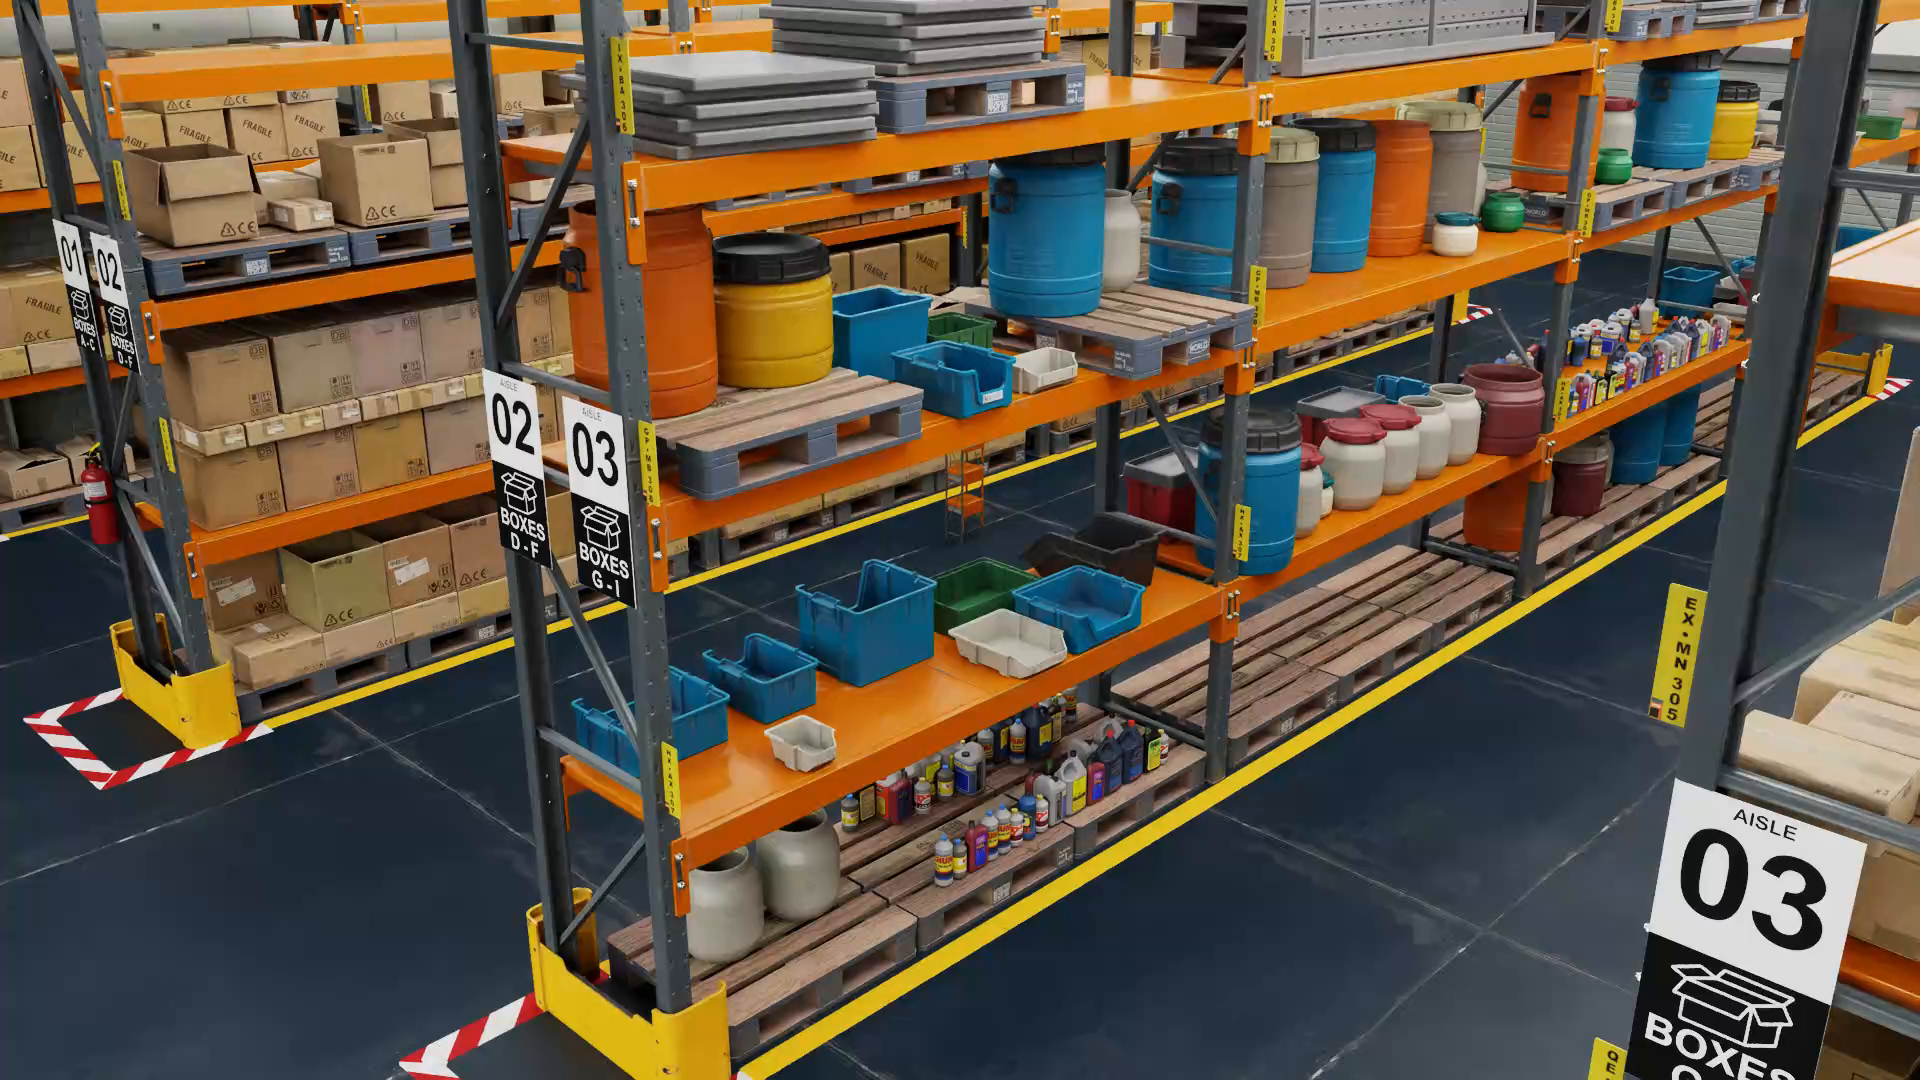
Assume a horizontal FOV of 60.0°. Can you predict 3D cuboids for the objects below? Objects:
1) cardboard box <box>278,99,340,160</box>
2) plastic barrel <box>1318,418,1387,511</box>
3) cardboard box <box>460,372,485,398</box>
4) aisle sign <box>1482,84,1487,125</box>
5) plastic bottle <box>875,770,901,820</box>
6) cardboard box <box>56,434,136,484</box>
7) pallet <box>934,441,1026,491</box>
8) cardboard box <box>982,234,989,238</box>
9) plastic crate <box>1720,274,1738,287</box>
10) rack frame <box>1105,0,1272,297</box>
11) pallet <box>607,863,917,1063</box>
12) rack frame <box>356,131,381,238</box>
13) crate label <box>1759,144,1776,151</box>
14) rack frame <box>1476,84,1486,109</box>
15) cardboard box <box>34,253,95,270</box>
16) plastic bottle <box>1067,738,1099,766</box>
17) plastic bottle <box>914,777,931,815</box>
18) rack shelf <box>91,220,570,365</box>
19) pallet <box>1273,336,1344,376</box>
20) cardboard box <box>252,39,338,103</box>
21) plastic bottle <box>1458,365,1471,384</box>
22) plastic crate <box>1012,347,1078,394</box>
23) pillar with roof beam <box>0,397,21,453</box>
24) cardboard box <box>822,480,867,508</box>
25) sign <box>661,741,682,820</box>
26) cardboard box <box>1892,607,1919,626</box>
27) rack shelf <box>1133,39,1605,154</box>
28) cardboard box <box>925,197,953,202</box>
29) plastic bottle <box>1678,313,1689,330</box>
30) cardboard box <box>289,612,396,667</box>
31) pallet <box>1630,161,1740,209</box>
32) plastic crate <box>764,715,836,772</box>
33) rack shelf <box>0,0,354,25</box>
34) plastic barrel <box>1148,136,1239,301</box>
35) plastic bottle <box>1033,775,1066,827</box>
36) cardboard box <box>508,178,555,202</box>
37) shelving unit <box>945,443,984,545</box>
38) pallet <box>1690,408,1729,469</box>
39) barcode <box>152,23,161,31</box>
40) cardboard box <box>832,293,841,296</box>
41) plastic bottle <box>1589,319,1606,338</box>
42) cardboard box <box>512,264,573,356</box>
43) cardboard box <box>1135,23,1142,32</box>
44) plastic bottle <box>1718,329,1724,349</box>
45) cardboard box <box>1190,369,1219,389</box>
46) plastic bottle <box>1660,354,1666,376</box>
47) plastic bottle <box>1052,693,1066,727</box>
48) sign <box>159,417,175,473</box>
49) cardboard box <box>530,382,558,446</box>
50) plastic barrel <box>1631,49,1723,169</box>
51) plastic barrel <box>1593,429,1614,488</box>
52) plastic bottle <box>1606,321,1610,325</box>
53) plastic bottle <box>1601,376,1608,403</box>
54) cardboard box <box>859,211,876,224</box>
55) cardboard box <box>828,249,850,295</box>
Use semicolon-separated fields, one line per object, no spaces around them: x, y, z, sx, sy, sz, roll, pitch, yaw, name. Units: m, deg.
-6.057;-3.796;15.283;0.500;0.500;0.500;-19;28;-41;cardboard box
2.555;-0.495;10.855;0.433;0.535;0.433;0;21;0;plastic barrel
-3.434;-1.124;11.636;0.250;0.149;0.380;-19;28;-40;cardboard box
6.310;-5.532;20.525;0.394;0.787;0.004;19;28;41;aisle sign
-0.409;1.402;9.291;0.152;0.276;0.135;20;28;41;plastic bottle
-7.725;-0.756;14.856;0.500;0.311;0.500;-17;27;-38;cardboard box
-0.140;-0.818;15.770;1.003;0.211;1.213;19;28;41;pallet
0.649;-3.912;22.833;0.700;0.500;0.500;19;28;40;cardboard box
7.799;-2.536;16.639;0.293;0.136;0.466;19;28;41;plastic crate
1.218;-2.853;8.815;1.000;3.000;0.127;19;28;41;rack frame
-0.982;2.039;8.338;1.003;0.211;1.213;19;28;41;pallet
-5.880;-2.532;16.343;1.000;3.000;0.127;19;28;41;rack frame
7.348;-3.439;14.890;0.293;0.136;0.466;19;28;41;crate label
6.043;-4.378;21.145;1.000;3.000;0.127;19;28;41;rack frame
-7.778;-2.228;14.689;0.500;0.500;0.500;18;28;39;cardboard box
0.718;1.270;9.634;0.152;0.276;0.135;19;28;41;plastic bottle
-0.210;1.428;9.328;0.097;0.201;0.097;0;21;0;plastic bottle
-3.723;-1.843;11.373;1.077;0.370;4.000;19;28;41;rack shelf
3.733;-2.224;19.429;1.003;0.211;1.213;19;28;41;pallet
-6.035;-4.258;15.092;0.500;0.500;0.500;16;26;36;cardboard box
3.985;-1.237;13.136;0.061;0.283;0.133;19;28;41;plastic bottle
0.388;-0.816;8.064;0.243;0.136;0.396;19;28;41;plastic crate
-5.717;-3.623;10.819;9.100;9.000;0.400;19;28;41;pillar with roof beam
-1.152;-0.512;14.335;0.500;0.250;0.500;18;28;39;cardboard box
-1.181;0.986;6.806;0.100;0.325;0.005;19;28;41;sign
2.860;0.217;4.663;0.380;0.149;0.250;18;27;38;cardboard box
2.614;-2.844;10.354;1.077;0.370;4.000;19;28;41;rack shelf
-0.440;-4.601;21.145;0.500;0.500;0.500;19;28;40;cardboard box
6.289;-1.804;14.517;0.144;0.351;0.185;19;28;41;plastic bottle
-4.239;0.611;11.413;0.500;0.250;0.500;19;28;41;cardboard box
5.533;-2.902;13.389;1.003;0.211;1.213;19;28;41;pallet
-0.717;0.950;7.653;0.298;0.136;0.250;19;28;41;plastic crate
-7.275;-4.481;14.058;1.077;0.370;4.000;19;28;41;rack shelf
1.418;-1.871;9.745;0.600;0.901;0.708;19;28;41;plastic barrel
0.500;1.425;9.232;0.135;0.276;0.152;-20;28;-41;plastic bottle
-2.974;-2.459;11.541;0.380;0.149;0.250;19;28;41;cardboard box
0.037;-0.504;13.784;0.215;1.050;0.252;19;28;41;shelving unit
7.284;-1.006;16.259;1.003;0.211;1.213;19;28;41;pallet
-7.158;-4.569;14.814;0.001;0.075;0.075;19;28;41;barcode
-1.064;-1.797;14.292;0.500;0.500;0.500;19;28;41;cardboard box
5.557;-1.789;14.583;0.152;0.276;0.135;19;28;41;plastic bottle
-2.985;-1.699;12.229;0.700;0.500;0.500;19;28;41;cardboard box
2.176;-7.283;22.962;0.500;0.500;0.500;19;28;40;cardboard box
6.695;-1.797;14.708;0.097;0.201;0.097;0;21;0;plastic bottle
2.413;-1.936;17.662;0.500;0.500;0.500;20;29;41;cardboard box
5.832;-1.479;13.881;0.097;0.201;0.097;0;21;0;plastic bottle
0.611;1.047;10.319;0.097;0.201;0.097;0;21;0;plastic bottle
-4.725;-0.565;9.909;0.100;0.325;0.005;19;28;41;sign
-3.349;-0.959;12.111;0.500;0.500;0.700;-20;28;-41;cardboard box
5.718;-3.462;13.297;0.600;0.901;0.708;19;28;41;plastic barrel
5.456;-0.703;14.467;0.421;0.512;0.421;0;21;0;plastic barrel
5.780;-1.850;14.846;0.097;0.201;0.097;0;21;0;plastic bottle
5.059;-1.194;13.140;0.097;0.201;0.097;0;21;0;plastic bottle
-1.250;-4.007;20.503;0.380;0.149;0.250;18;28;39;cardboard box
-1.867;-3.132;20.316;0.750;0.750;0.750;19;28;40;cardboard box
